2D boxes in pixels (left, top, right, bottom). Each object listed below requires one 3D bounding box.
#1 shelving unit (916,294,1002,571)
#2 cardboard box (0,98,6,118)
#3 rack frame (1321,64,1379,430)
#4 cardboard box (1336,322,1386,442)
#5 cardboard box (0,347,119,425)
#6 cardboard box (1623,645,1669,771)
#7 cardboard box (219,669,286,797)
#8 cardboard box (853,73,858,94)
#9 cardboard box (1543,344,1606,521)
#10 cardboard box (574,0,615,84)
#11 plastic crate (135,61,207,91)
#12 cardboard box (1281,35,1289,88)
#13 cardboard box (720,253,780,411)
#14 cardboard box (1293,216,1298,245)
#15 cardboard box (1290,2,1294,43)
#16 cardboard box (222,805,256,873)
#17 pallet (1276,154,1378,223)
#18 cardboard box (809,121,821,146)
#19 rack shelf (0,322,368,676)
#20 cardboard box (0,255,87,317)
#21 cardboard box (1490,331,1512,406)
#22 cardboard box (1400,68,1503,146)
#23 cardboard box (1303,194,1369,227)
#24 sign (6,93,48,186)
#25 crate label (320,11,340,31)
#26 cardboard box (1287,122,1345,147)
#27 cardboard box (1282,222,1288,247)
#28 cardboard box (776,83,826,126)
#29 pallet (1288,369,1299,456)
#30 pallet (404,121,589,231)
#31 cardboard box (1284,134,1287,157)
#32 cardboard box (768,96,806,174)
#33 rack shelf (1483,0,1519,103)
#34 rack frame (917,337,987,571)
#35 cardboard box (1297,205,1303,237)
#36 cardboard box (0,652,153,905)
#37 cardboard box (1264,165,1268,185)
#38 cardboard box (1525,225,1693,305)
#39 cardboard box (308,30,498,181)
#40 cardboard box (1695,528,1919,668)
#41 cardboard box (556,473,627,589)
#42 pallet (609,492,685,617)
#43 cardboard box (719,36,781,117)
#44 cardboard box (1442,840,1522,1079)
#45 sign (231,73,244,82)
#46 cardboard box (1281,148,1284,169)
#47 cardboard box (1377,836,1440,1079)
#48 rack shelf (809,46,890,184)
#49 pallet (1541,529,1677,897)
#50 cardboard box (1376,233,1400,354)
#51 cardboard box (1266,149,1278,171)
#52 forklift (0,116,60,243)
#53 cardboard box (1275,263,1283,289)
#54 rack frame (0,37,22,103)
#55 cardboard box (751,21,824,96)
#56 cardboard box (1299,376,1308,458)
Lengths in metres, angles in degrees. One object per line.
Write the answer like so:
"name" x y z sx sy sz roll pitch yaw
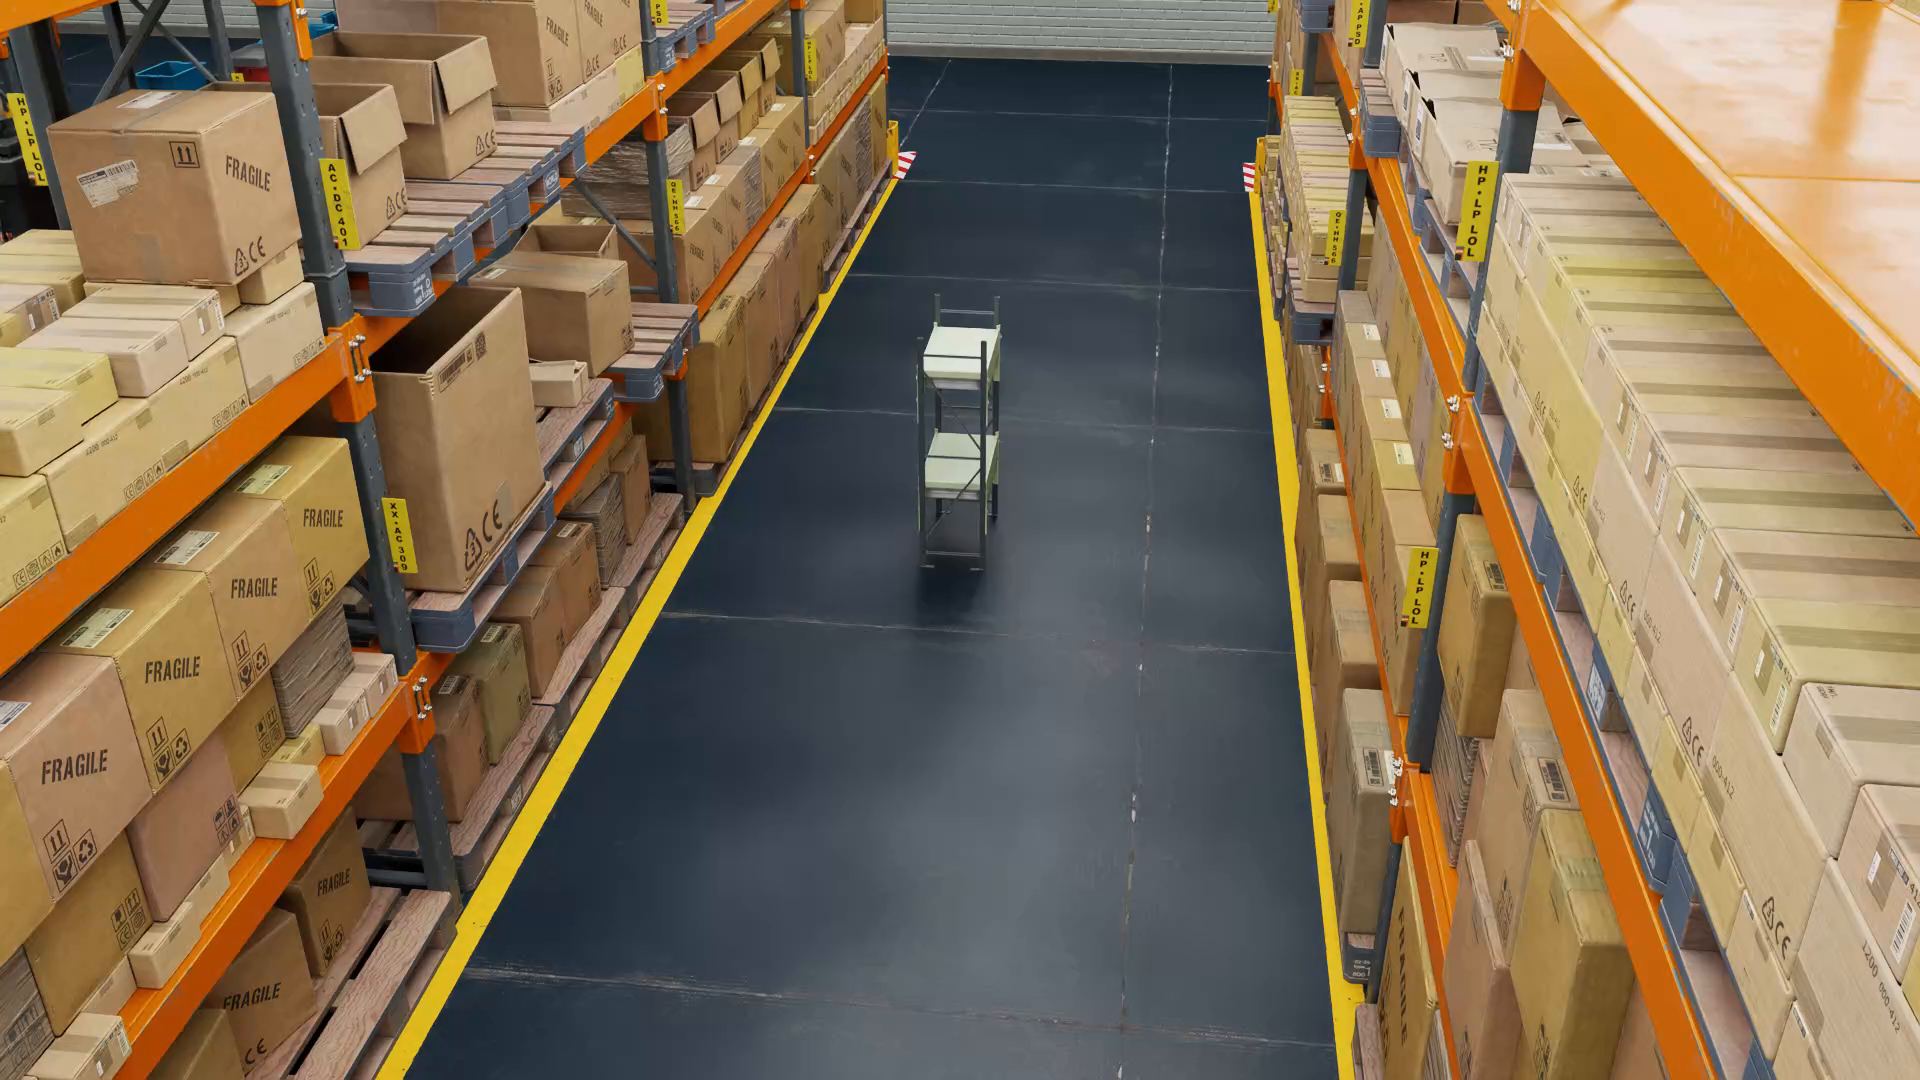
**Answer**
"shelving unit" -0.001 -0.657 10.181 0.431 1.500 0.755 3 28 6
"cardboard box" -10.914 -4.711 18.296 0.500 0.500 0.500 3 28 6
"rack frame" 2.669 -1.209 9.624 1.000 3.000 0.127 3 28 6
"cardboard box" 2.287 -0.818 8.793 0.500 0.500 0.500 3 28 6
"cardboard box" -2.665 -0.430 4.754 0.380 0.149 0.250 4 29 8
"cardboard box" 1.550 0.343 3.296 0.380 0.149 0.250 4 29 7
"cardboard box" -2.944 0.604 5.839 0.875 0.500 0.500 3 28 6
"cardboard box" -1.165 -4.294 15.615 0.380 0.149 0.250 4 29 7
"cardboard box" 1.720 -0.252 3.981 0.500 0.250 0.500 3 28 6
"cardboard box" -2.103 -2.649 8.501 0.500 0.500 0.500 3 28 6
"plastic crate" -6.948 -3.975 14.711 0.392 0.384 0.575 3 28 6
"cardboard box" 3.151 -4.231 14.815 0.500 0.500 0.500 3 28 5
"cardboard box" -2.019 -1.538 12.031 1.225 0.875 0.875 3 29 6
"cardboard box" 2.403 -2.024 10.959 0.380 0.149 0.250 2 28 4
"cardboard box" 3.084 -4.428 14.126 0.500 0.500 0.500 4 29 8
"cardboard box" -2.677 1.032 5.729 0.380 0.149 0.250 3 28 6
"pallet" 2.922 -2.657 12.513 1.003 0.211 1.213 3 28 6
"cardboard box" -1.384 -3.437 14.025 0.380 0.149 0.250 3 29 6
"rack shelf" -2.976 0.275 4.465 1.077 0.370 4.000 3 28 6
"cardboard box" -3.042 -0.828 5.492 0.380 0.149 0.250 2 28 4
"cardboard box" 1.768 -0.492 4.846 0.380 0.149 0.250 3 29 6
"cardboard box" 2.238 -1.914 7.316 0.500 0.311 0.500 3 28 5
"cardboard box" 2.340 -2.044 10.369 0.380 0.149 0.250 4 29 8
"sign" -3.282 -1.415 5.882 0.100 0.325 0.005 3 28 6
"crate label" -6.533 -5.454 17.617 0.416 0.233 0.303 3 28 6
"cardboard box" 2.560 -2.900 11.958 0.380 0.149 0.250 3 28 6
"cardboard box" 2.937 -2.589 14.121 0.380 0.149 0.250 4 29 7
"cardboard box" -1.433 -3.699 14.090 0.500 0.250 0.500 3 28 5
"pallet" 2.919 -0.922 12.031 1.003 0.211 1.213 3 28 6
"pallet" -2.425 -1.673 7.520 1.213 0.211 1.003 3 28 6
"cardboard box" 2.594 -2.895 12.262 0.380 0.149 0.250 4 29 7
"cardboard box" -1.537 -3.236 13.281 0.500 0.500 0.500 3 29 6
"rack shelf" 2.424 -2.416 6.720 1.077 0.370 4.000 3 28 6
"rack frame" -0.046 -0.485 9.861 0.400 1.500 0.023 3 28 6
"cardboard box" 2.370 -2.041 10.677 0.380 0.149 0.250 3 29 6
"cardboard box" -2.700 0.656 4.688 0.500 0.500 0.500 3 28 6
"cardboard box" 3.268 -3.677 16.768 0.380 0.149 0.250 4 29 7
"cardboard box" 1.736 -0.726 4.440 0.380 0.149 0.250 3 28 6
"cardboard box" -2.460 -1.872 7.141 0.797 0.503 0.637 5 29 8
"cardboard box" 1.519 0.111 2.888 0.380 0.149 0.250 3 29 6
"cardboard box" -2.358 -0.060 9.663 0.700 0.500 0.500 1 28 2
"pallet" -2.338 0.050 10.226 1.003 0.211 1.213 3 28 6
"cardboard box" -1.821 -3.613 12.922 0.797 0.503 0.637 3 28 5
"cardboard box" 1.918 1.289 4.828 0.875 0.550 0.550 3 28 6
"sign" -6.121 -3.805 14.150 0.100 0.325 0.005 3 28 6
"cardboard box" 2.627 -2.877 12.542 0.380 0.149 0.250 4 29 7
"cardboard box" 2.033 1.716 5.992 0.875 0.875 0.875 4 29 7
"rack shelf" -1.506 -4.053 15.661 1.077 0.370 4.000 3 28 6
"pallet" 1.917 0.349 3.662 1.003 0.211 1.213 3 28 6
"cardboard box" 2.544 -1.245 8.530 0.700 0.500 0.500 3 28 5
"cardboard box" 3.176 -3.692 16.168 0.380 0.149 0.250 3 28 6
"forklift" -4.997 -1.046 9.393 1.130 2.935 3.031 2 28 4
"cardboard box" 2.870 -2.227 14.075 0.380 0.149 0.250 4 29 7
"rack frame" -11.092 -5.888 18.309 1.000 3.000 0.127 3 28 6
"cardboard box" -1.438 -4.034 13.921 0.500 0.500 0.500 3 28 6
"cardboard box" 2.558 -0.863 11.174 0.500 0.500 0.500 4 29 8
